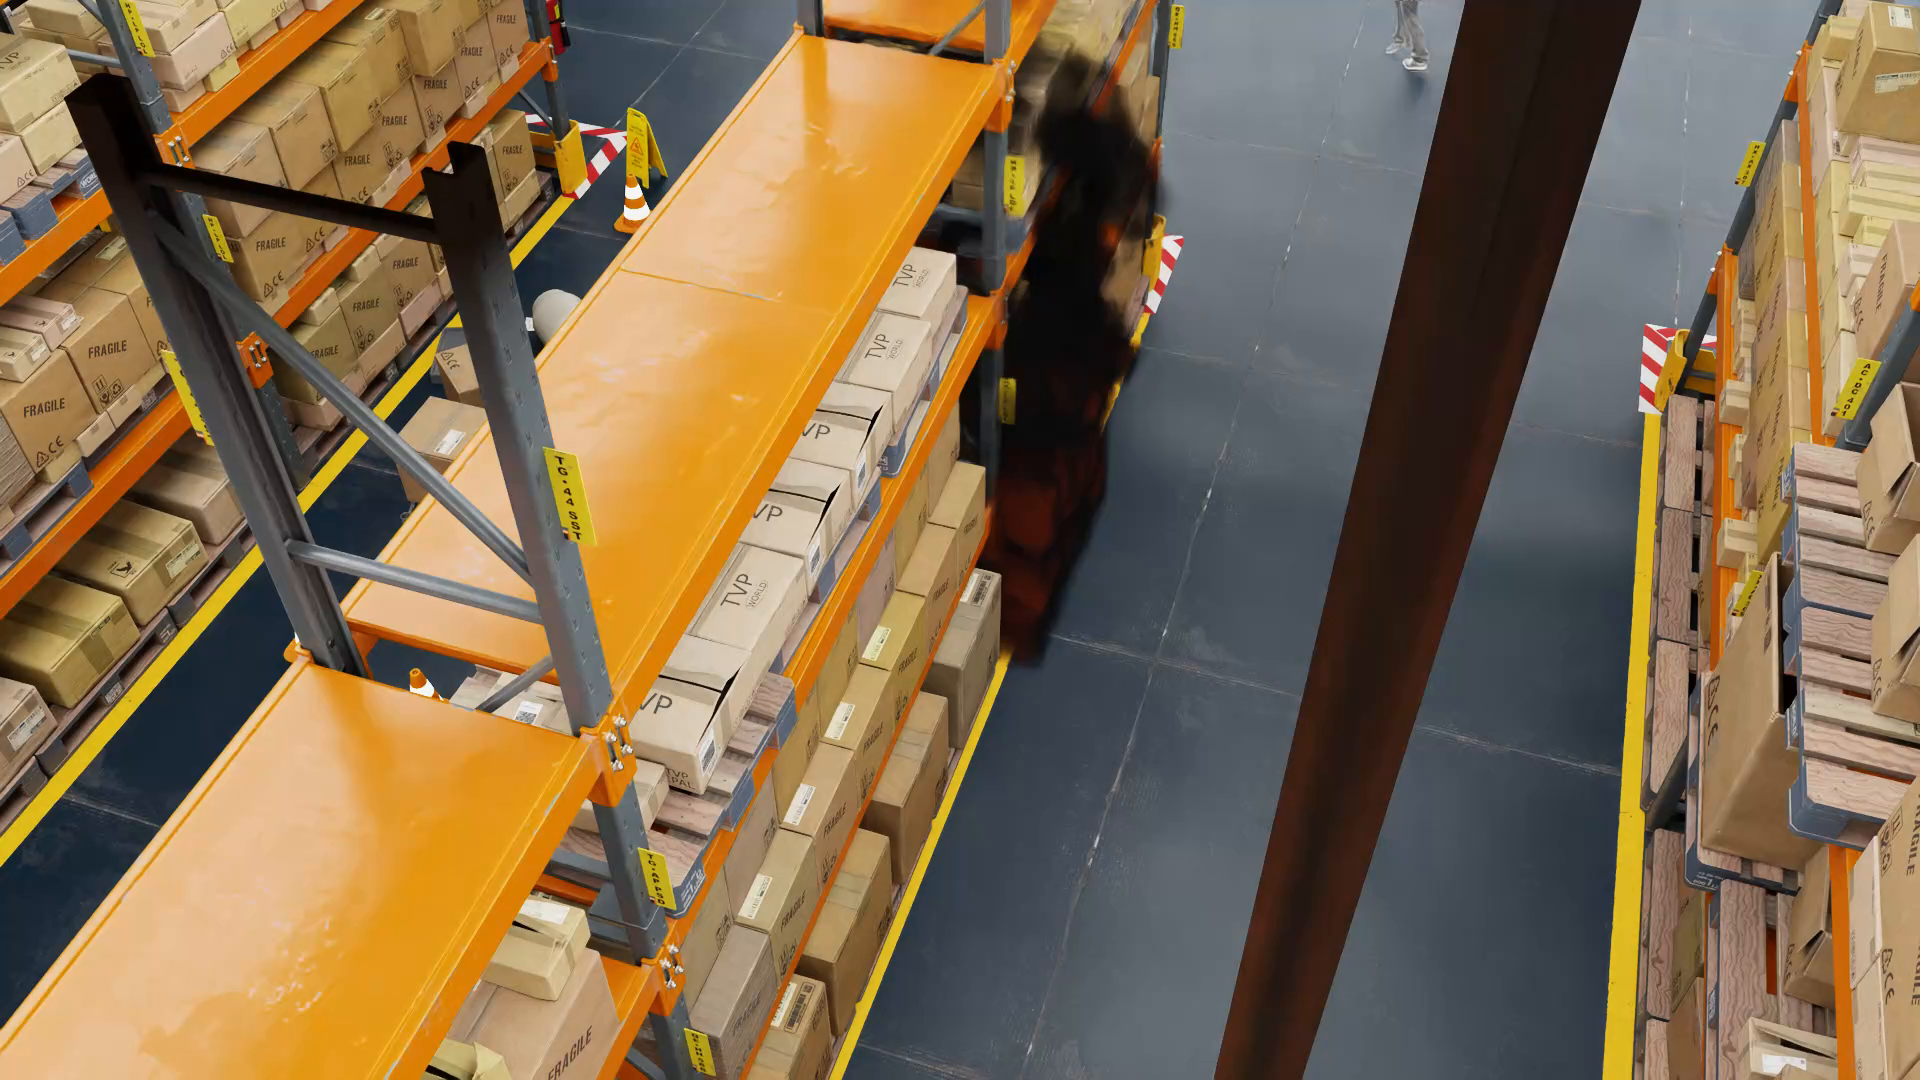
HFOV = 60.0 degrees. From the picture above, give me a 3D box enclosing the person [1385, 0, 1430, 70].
[{"bbox_3d":[4.090,-4.992,14.893,0.505,1.641,0.710,-27,52,-24],"label":"person"}]
